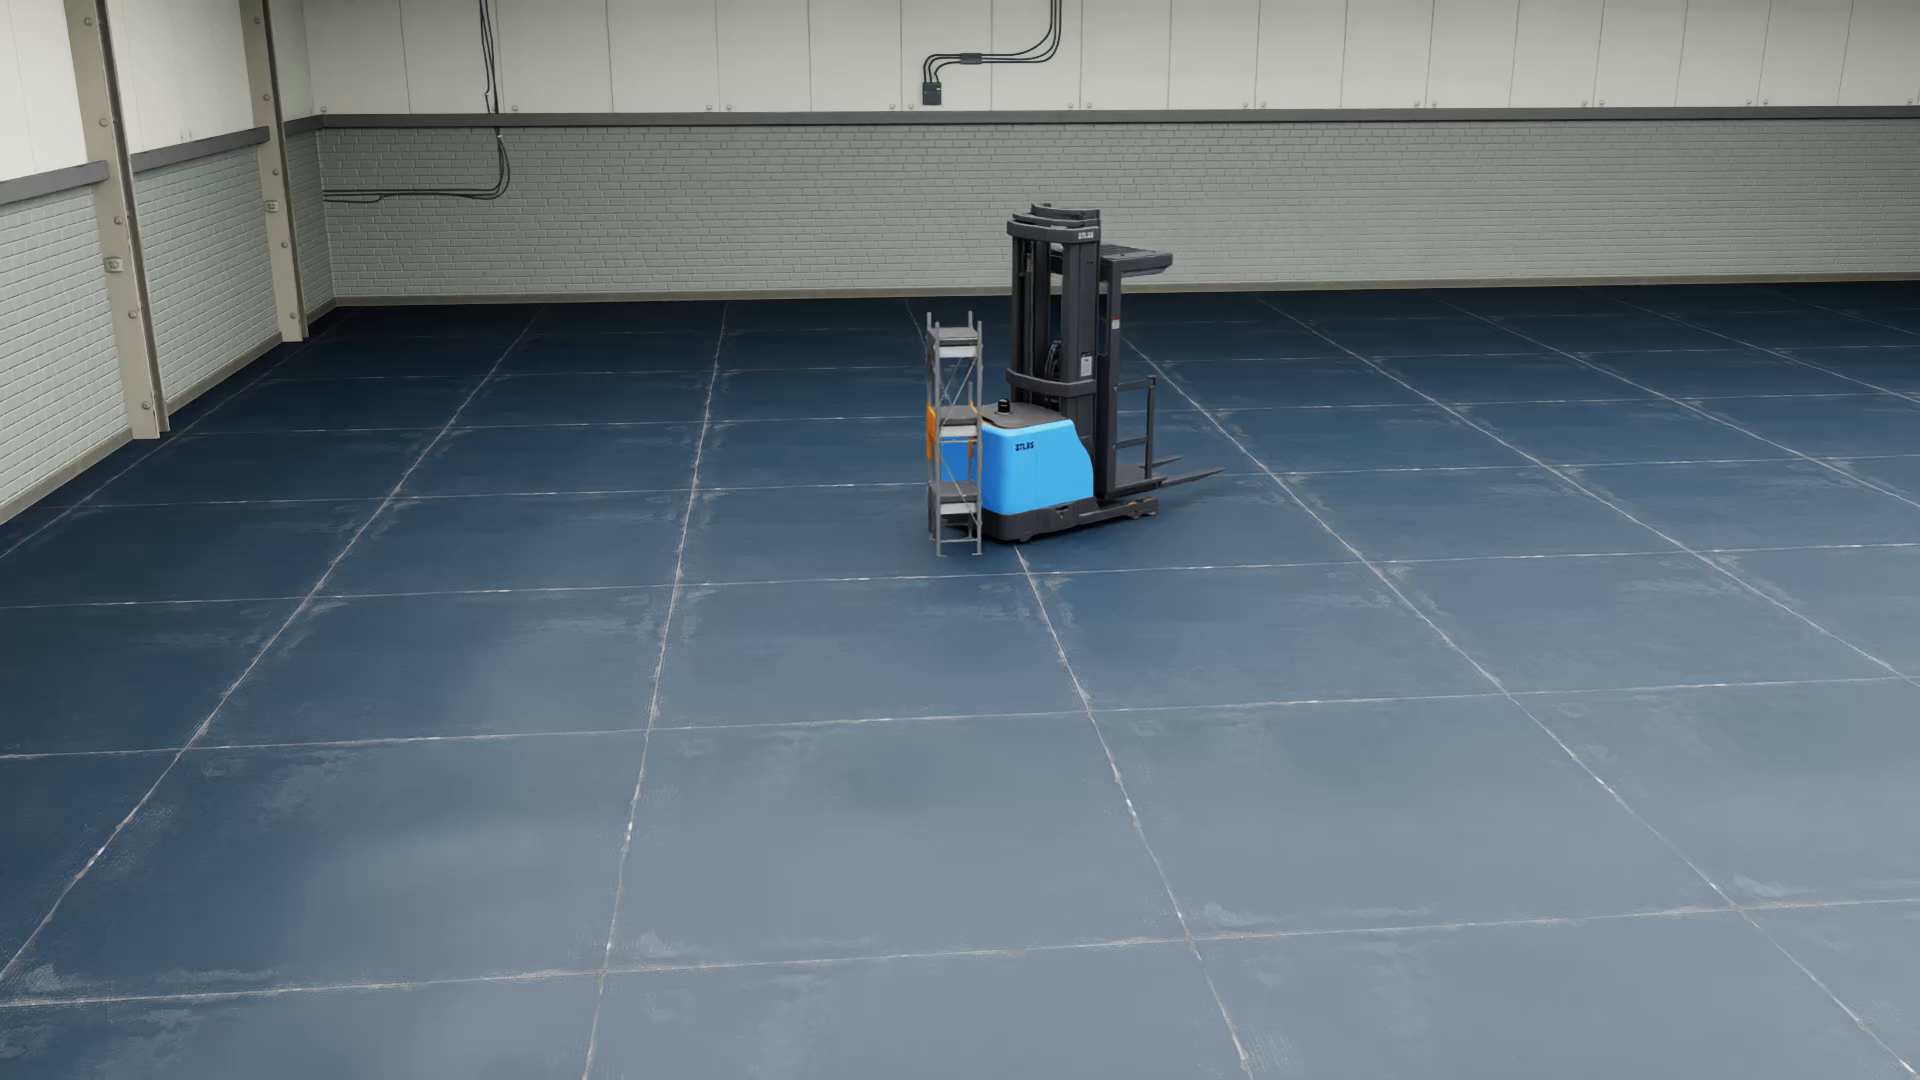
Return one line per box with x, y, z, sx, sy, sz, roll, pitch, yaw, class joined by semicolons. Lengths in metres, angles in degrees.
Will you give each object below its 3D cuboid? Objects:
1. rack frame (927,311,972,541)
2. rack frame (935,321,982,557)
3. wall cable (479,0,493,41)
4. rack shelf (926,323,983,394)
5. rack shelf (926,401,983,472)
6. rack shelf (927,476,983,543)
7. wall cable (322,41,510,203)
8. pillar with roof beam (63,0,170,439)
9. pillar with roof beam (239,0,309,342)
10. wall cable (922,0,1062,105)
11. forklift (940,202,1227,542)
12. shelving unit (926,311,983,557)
-0.090;-1.003;14.940;0.400;2.100;0.015;-3;18;-9;rack frame
-0.012;-0.859;14.480;0.400;2.100;0.015;-3;18;-9;rack frame
-6.222;-9.222;26.354;3.097;2.526;0.112;-2;18;-6;wall cable
-0.051;-1.586;14.504;0.431;0.518;0.480;-3;18;-9;rack shelf
-0.051;-0.918;14.714;0.431;0.518;0.480;-3;18;-9;rack shelf
-0.051;-0.250;14.924;0.431;0.518;0.480;-3;18;-9;rack shelf
-8.912;-6.729;26.844;3.097;2.526;0.112;-2;18;-6;wall cable
-5.023;-5.637;18.183;9.100;9.000;0.400;-2;18;-6;pillar with roof beam
-5.642;-7.425;23.877;9.100;9.000;0.400;-2;18;-6;pillar with roof beam
0.532;-10.122;26.789;2.305;6.003;0.169;-2;18;-6;wall cable
1.292;-1.712;15.811;3.031;2.935;1.130;-13;22;-35;forklift
-0.051;-0.931;14.710;0.431;2.100;0.503;-3;18;-9;shelving unit
